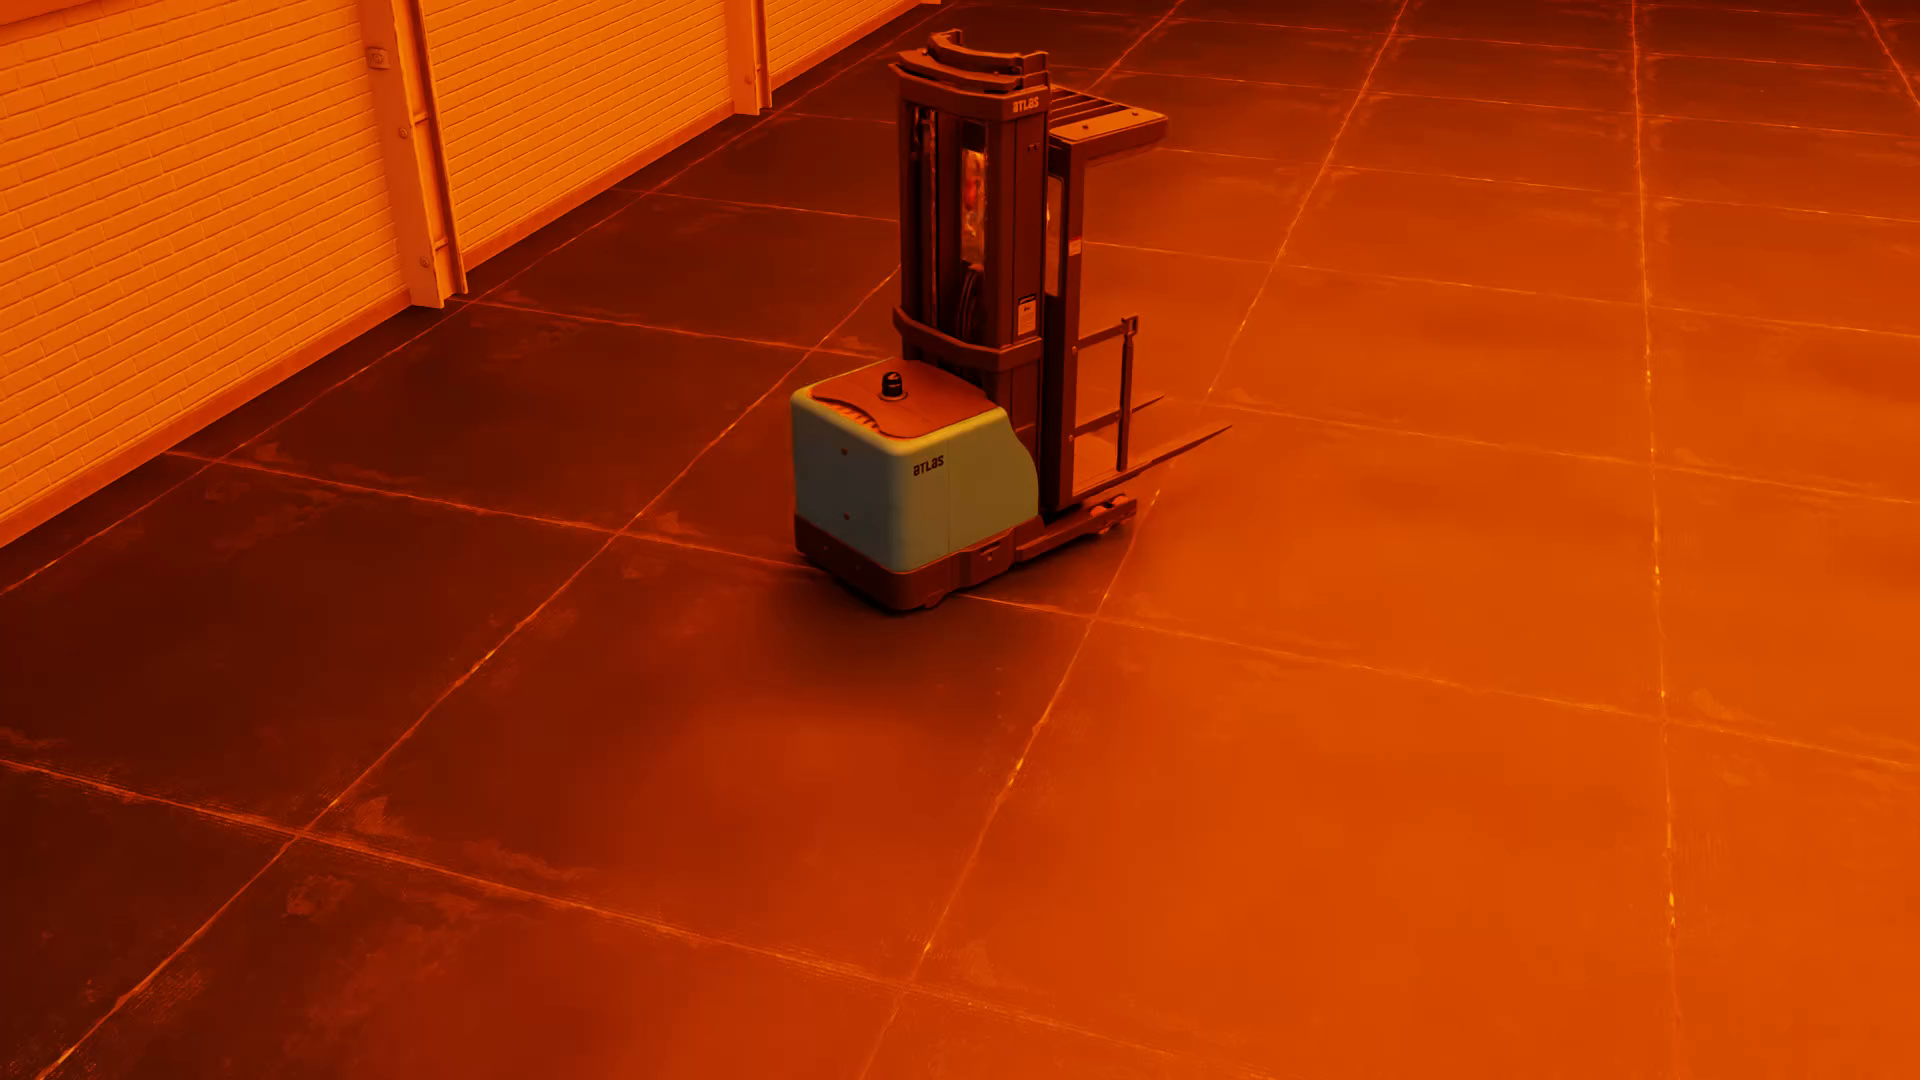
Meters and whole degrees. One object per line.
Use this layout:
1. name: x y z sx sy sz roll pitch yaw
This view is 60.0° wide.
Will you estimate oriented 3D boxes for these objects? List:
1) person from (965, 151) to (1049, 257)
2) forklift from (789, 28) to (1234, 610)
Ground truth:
1. person: 0.363 -2.477 12.633 0.635 1.795 0.522 4 30 7
2. forklift: 0.458 -1.486 9.744 3.031 2.935 1.130 -24 37 -35
